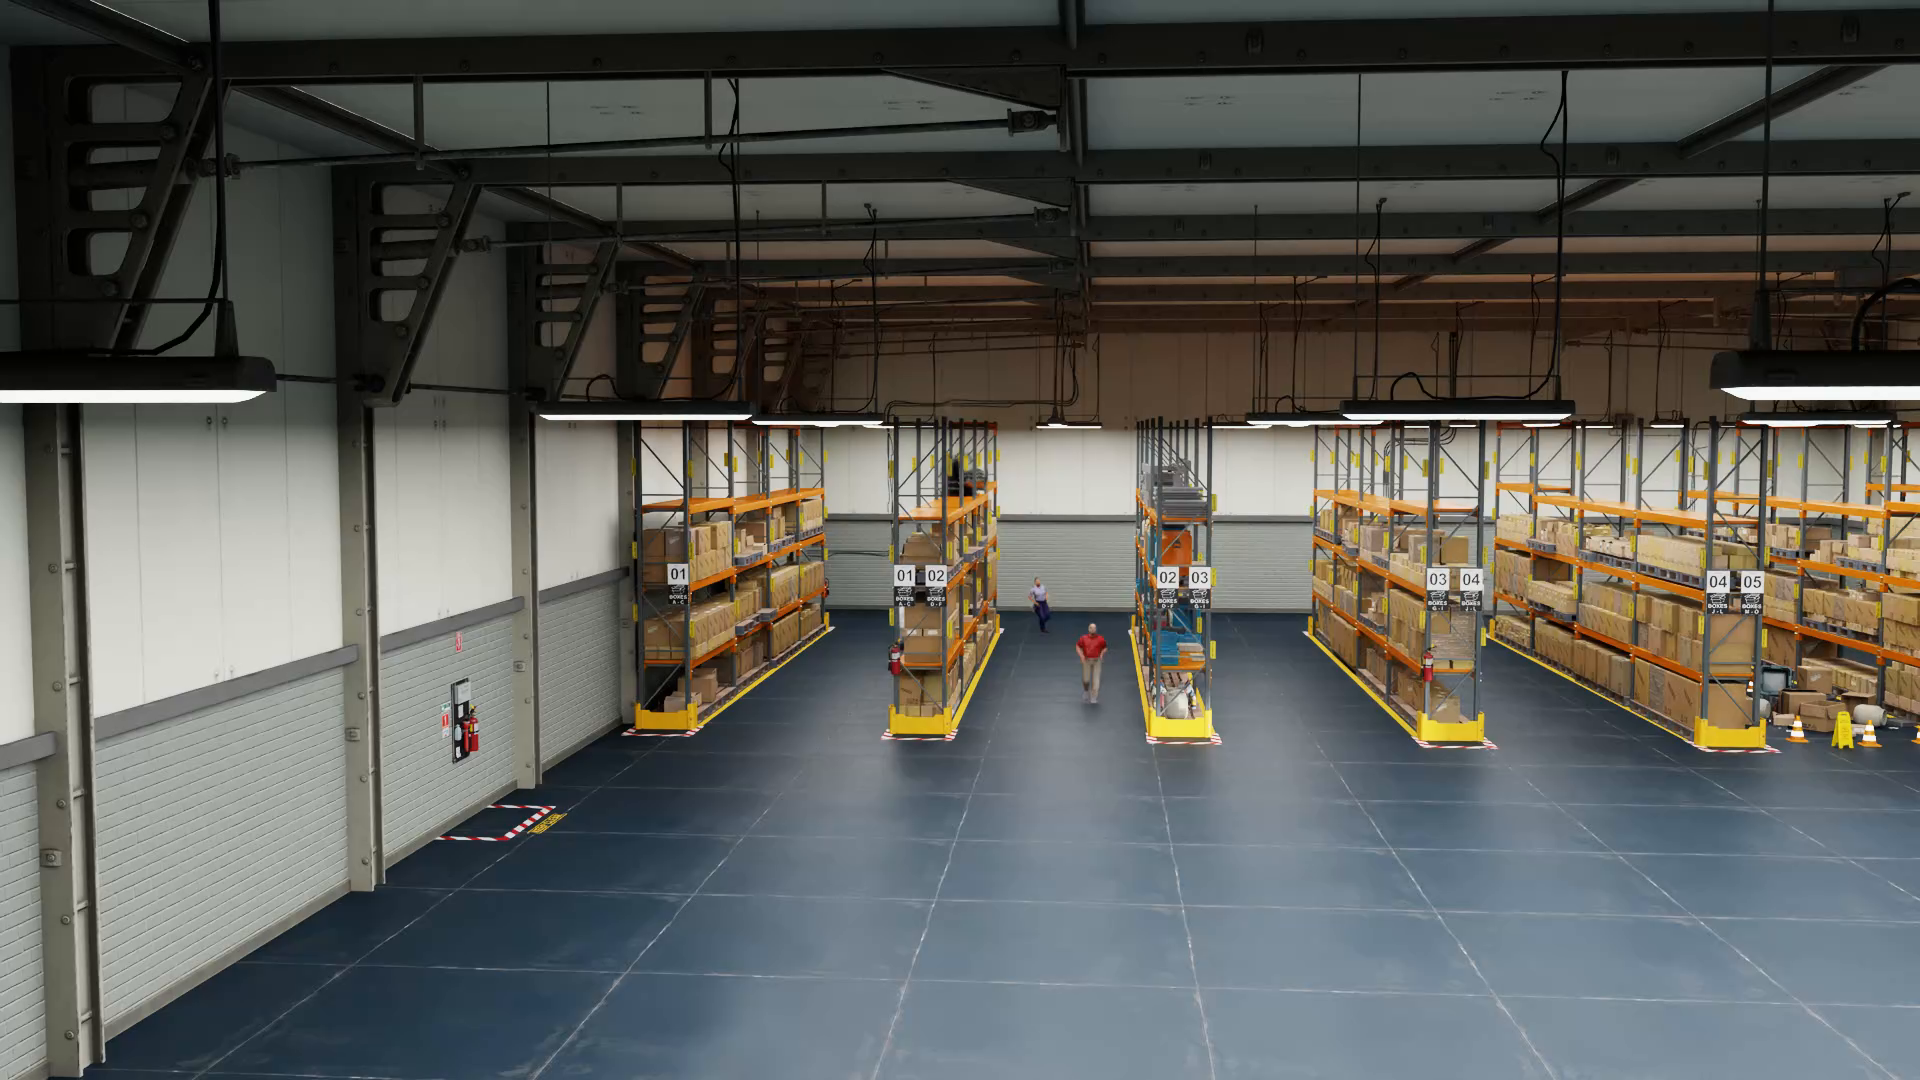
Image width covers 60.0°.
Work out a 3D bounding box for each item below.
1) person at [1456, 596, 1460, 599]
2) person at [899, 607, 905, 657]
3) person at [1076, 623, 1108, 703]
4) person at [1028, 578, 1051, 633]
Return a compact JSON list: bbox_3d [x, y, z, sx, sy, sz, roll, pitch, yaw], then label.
[{"bbox_3d":[14.294,1.840,47.440,0.538,1.602,0.680,0,4,-7],"label":"person"},{"bbox_3d":[-1.348,2.169,41.237,0.657,1.722,0.607,0,4,1],"label":"person"},{"bbox_3d":[2.780,2.593,34.979,0.656,1.676,0.610,0,4,2],"label":"person"},{"bbox_3d":[2.241,1.853,47.276,0.640,1.577,0.531,-1,4,-21],"label":"person"}]
